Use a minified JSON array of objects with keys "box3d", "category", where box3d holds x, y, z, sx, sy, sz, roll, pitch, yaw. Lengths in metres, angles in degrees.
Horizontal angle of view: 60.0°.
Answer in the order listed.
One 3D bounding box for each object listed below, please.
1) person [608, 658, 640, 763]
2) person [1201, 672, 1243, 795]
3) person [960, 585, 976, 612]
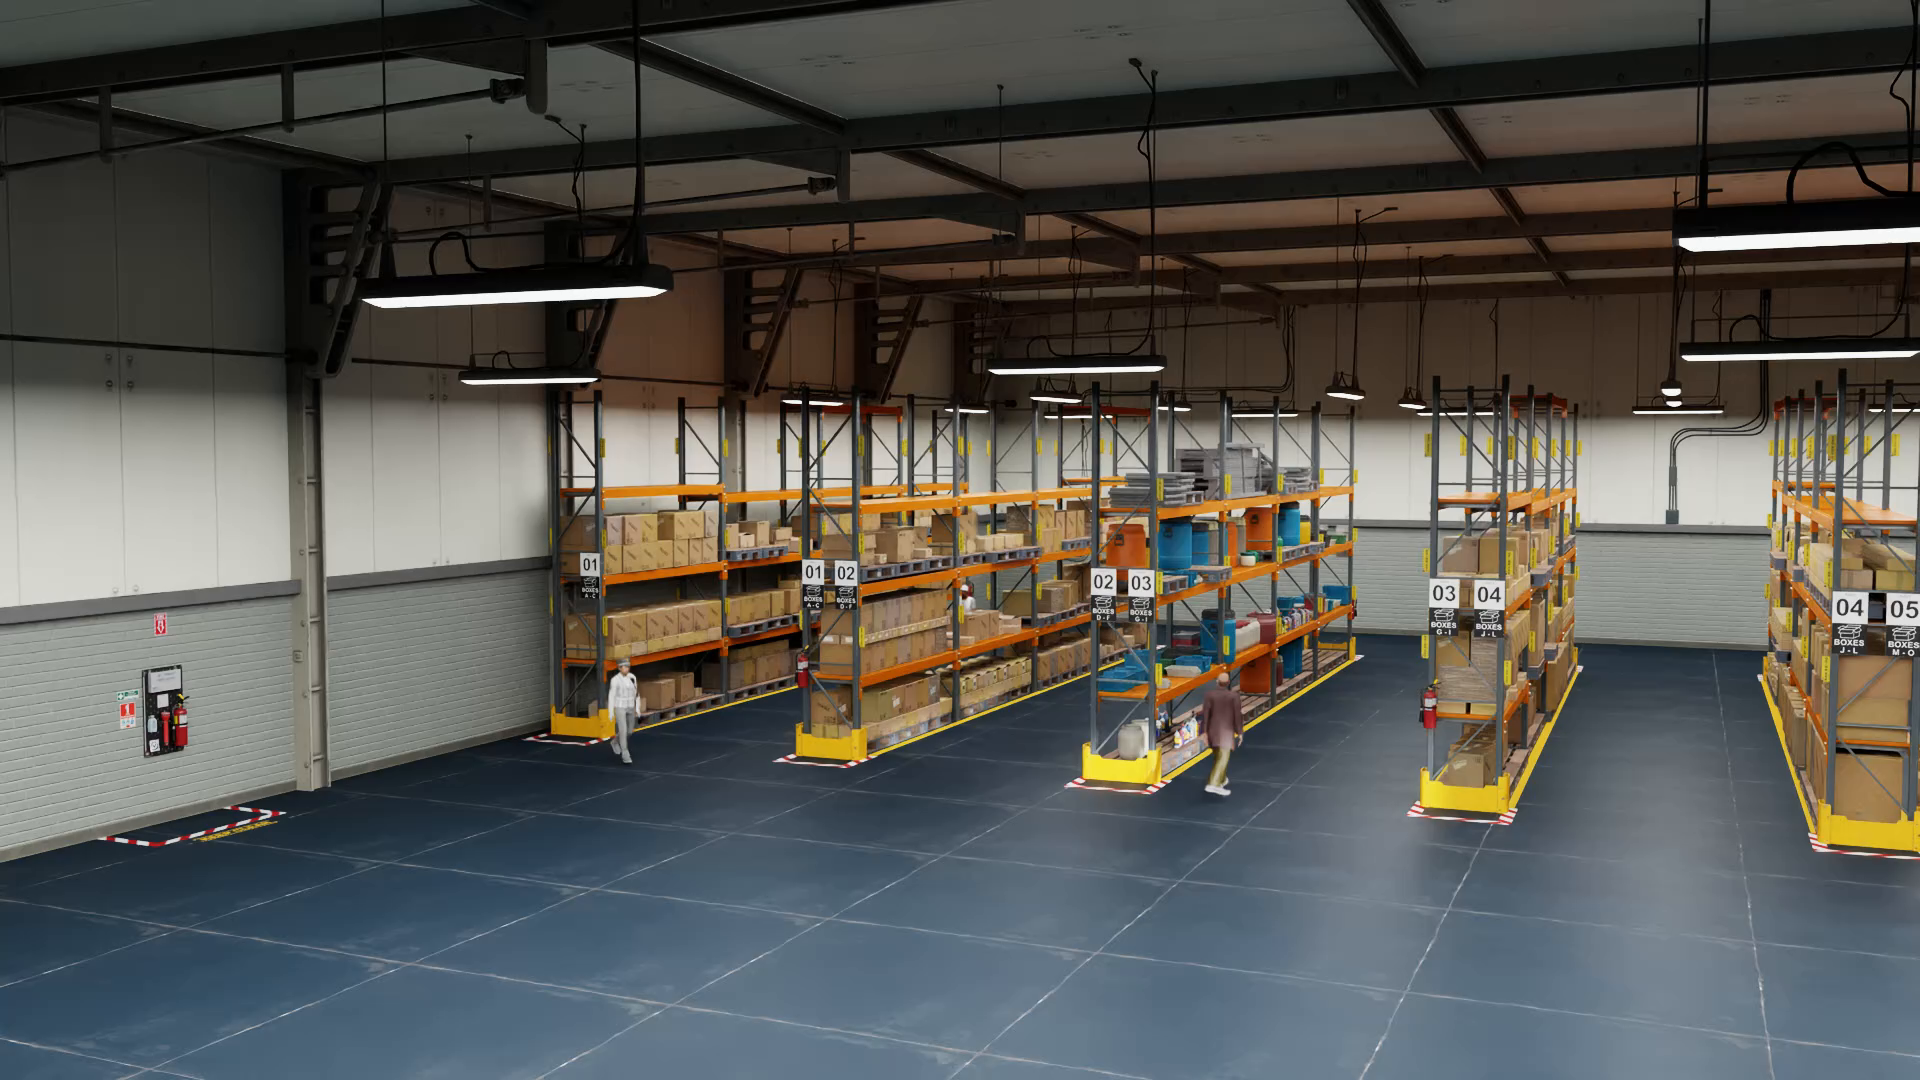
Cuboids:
[{"box3d":[-5.393,2.693,26.649,0.529,1.644,0.859,-3,4,-42],"category":"person"},{"box3d":[3.791,2.795,24.034,0.628,1.753,1.024,3,4,42],"category":"person"},{"box3d":[0.081,1.933,39.445,0.605,1.712,1.087,1,3,18],"category":"person"}]
